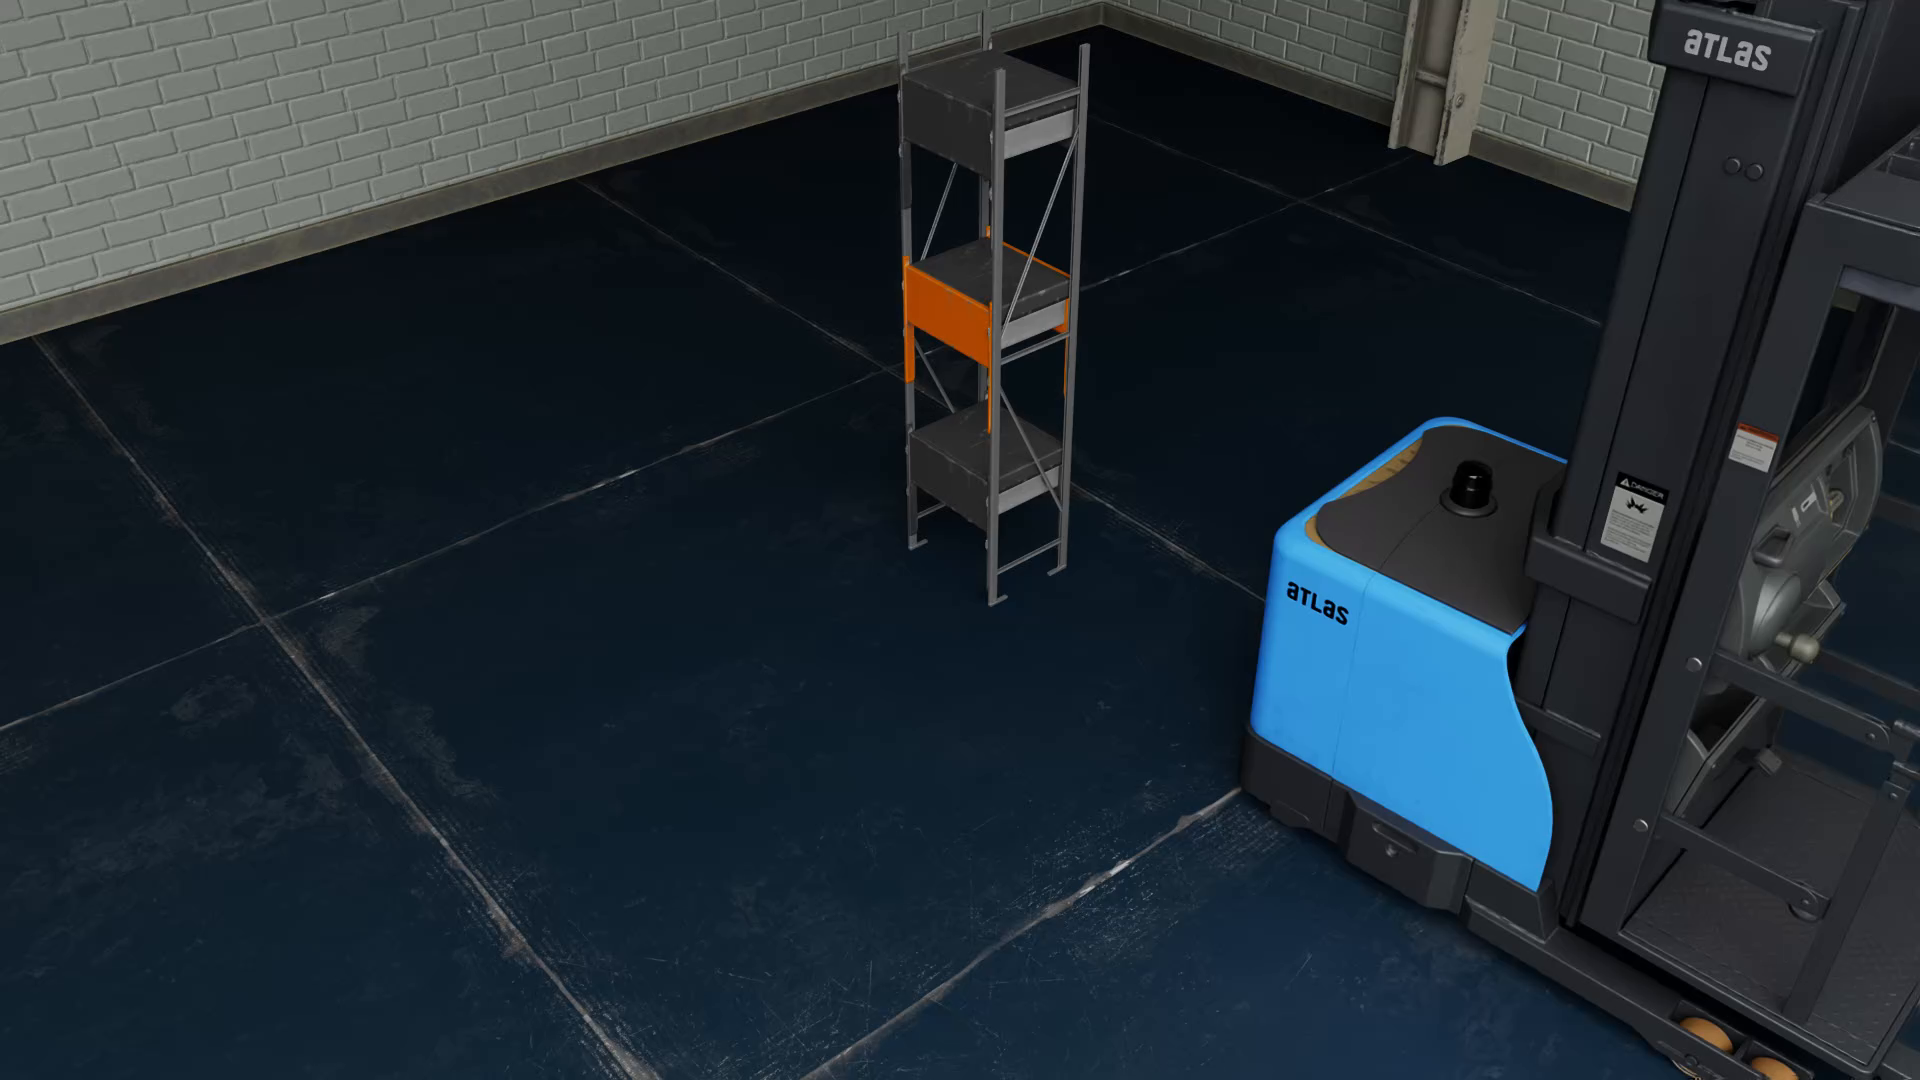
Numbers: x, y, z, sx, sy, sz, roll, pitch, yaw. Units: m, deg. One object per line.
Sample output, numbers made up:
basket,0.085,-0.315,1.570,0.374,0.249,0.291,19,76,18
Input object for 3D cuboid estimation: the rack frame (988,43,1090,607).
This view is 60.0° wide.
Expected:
rack frame,0.264,-0.676,5.888,0.400,2.100,0.015,-26,43,-32

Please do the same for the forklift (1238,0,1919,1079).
forklift,2.336,0.037,4.162,3.031,2.935,1.130,29,44,34

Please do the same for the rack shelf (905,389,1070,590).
rack shelf,0.107,-0.201,6.452,0.431,0.518,0.480,-26,43,-32

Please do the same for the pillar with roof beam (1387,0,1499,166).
pillar with roof beam,-0.442,-4.436,5.227,9.100,9.000,0.400,-26,43,-32

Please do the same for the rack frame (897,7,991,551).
rack frame,-0.051,-0.892,6.192,0.400,2.100,0.015,-26,43,-32

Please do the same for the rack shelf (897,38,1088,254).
rack shelf,0.107,-1.344,5.643,0.431,0.518,0.480,-26,43,-32

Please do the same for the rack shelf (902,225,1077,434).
rack shelf,0.107,-0.773,6.048,0.431,0.518,0.480,-26,43,-32

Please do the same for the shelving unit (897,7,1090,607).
shelving unit,0.107,-0.784,6.040,0.431,2.100,0.503,-26,43,-32
